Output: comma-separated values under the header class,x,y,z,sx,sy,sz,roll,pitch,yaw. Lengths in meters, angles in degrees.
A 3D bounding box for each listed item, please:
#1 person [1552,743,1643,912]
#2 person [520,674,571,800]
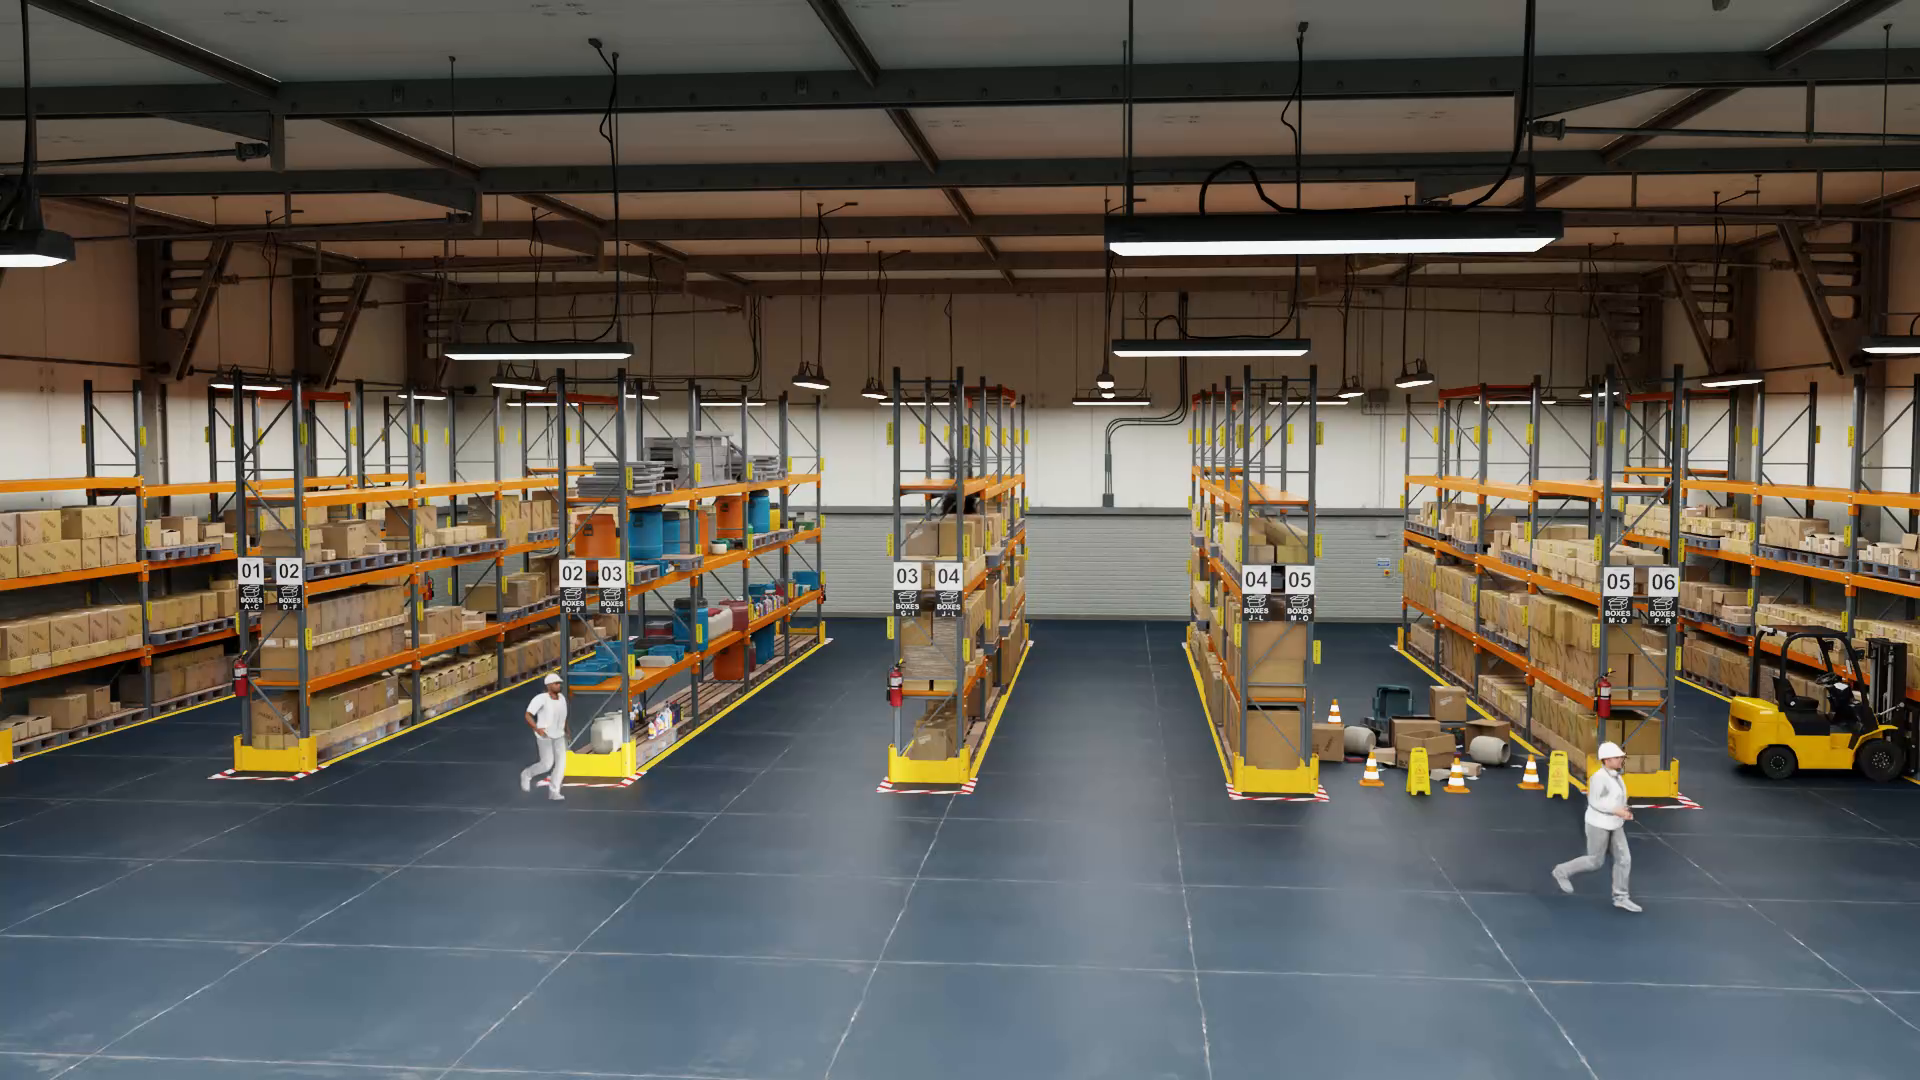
class,x,y,z,sx,sy,sz,roll,pitch,yaw
person,6.807,3.018,17.704,0.648,1.763,0.934,-3,5,-43
person,-5.684,2.716,23.051,0.783,1.739,0.760,2,4,34
